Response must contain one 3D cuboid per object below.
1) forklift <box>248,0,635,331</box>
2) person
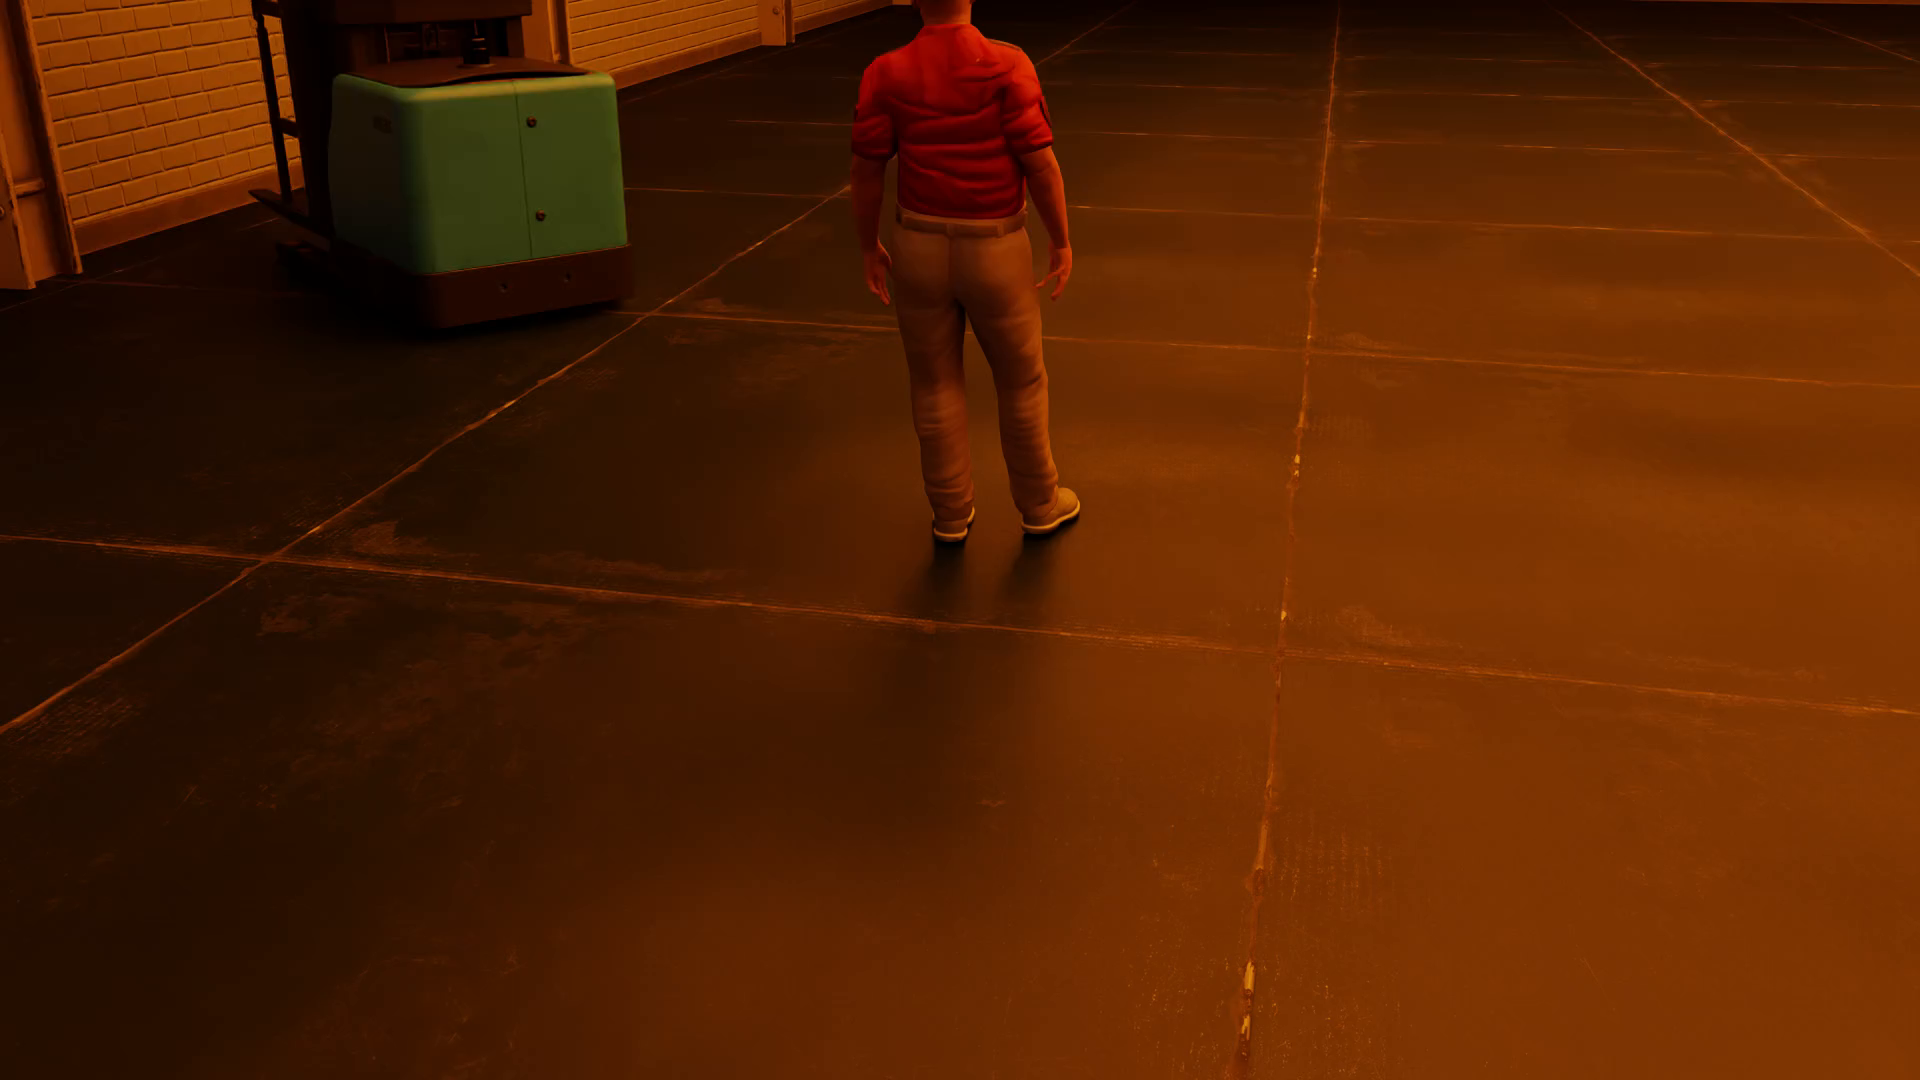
[{"bbox_3d":[-2.826,-2.760,8.035,1.130,2.935,3.031,-17,27,-35],"label":"forklift"},{"bbox_3d":[0.030,-0.838,4.899,0.642,1.724,0.550,5,23,11],"label":"person"}]
